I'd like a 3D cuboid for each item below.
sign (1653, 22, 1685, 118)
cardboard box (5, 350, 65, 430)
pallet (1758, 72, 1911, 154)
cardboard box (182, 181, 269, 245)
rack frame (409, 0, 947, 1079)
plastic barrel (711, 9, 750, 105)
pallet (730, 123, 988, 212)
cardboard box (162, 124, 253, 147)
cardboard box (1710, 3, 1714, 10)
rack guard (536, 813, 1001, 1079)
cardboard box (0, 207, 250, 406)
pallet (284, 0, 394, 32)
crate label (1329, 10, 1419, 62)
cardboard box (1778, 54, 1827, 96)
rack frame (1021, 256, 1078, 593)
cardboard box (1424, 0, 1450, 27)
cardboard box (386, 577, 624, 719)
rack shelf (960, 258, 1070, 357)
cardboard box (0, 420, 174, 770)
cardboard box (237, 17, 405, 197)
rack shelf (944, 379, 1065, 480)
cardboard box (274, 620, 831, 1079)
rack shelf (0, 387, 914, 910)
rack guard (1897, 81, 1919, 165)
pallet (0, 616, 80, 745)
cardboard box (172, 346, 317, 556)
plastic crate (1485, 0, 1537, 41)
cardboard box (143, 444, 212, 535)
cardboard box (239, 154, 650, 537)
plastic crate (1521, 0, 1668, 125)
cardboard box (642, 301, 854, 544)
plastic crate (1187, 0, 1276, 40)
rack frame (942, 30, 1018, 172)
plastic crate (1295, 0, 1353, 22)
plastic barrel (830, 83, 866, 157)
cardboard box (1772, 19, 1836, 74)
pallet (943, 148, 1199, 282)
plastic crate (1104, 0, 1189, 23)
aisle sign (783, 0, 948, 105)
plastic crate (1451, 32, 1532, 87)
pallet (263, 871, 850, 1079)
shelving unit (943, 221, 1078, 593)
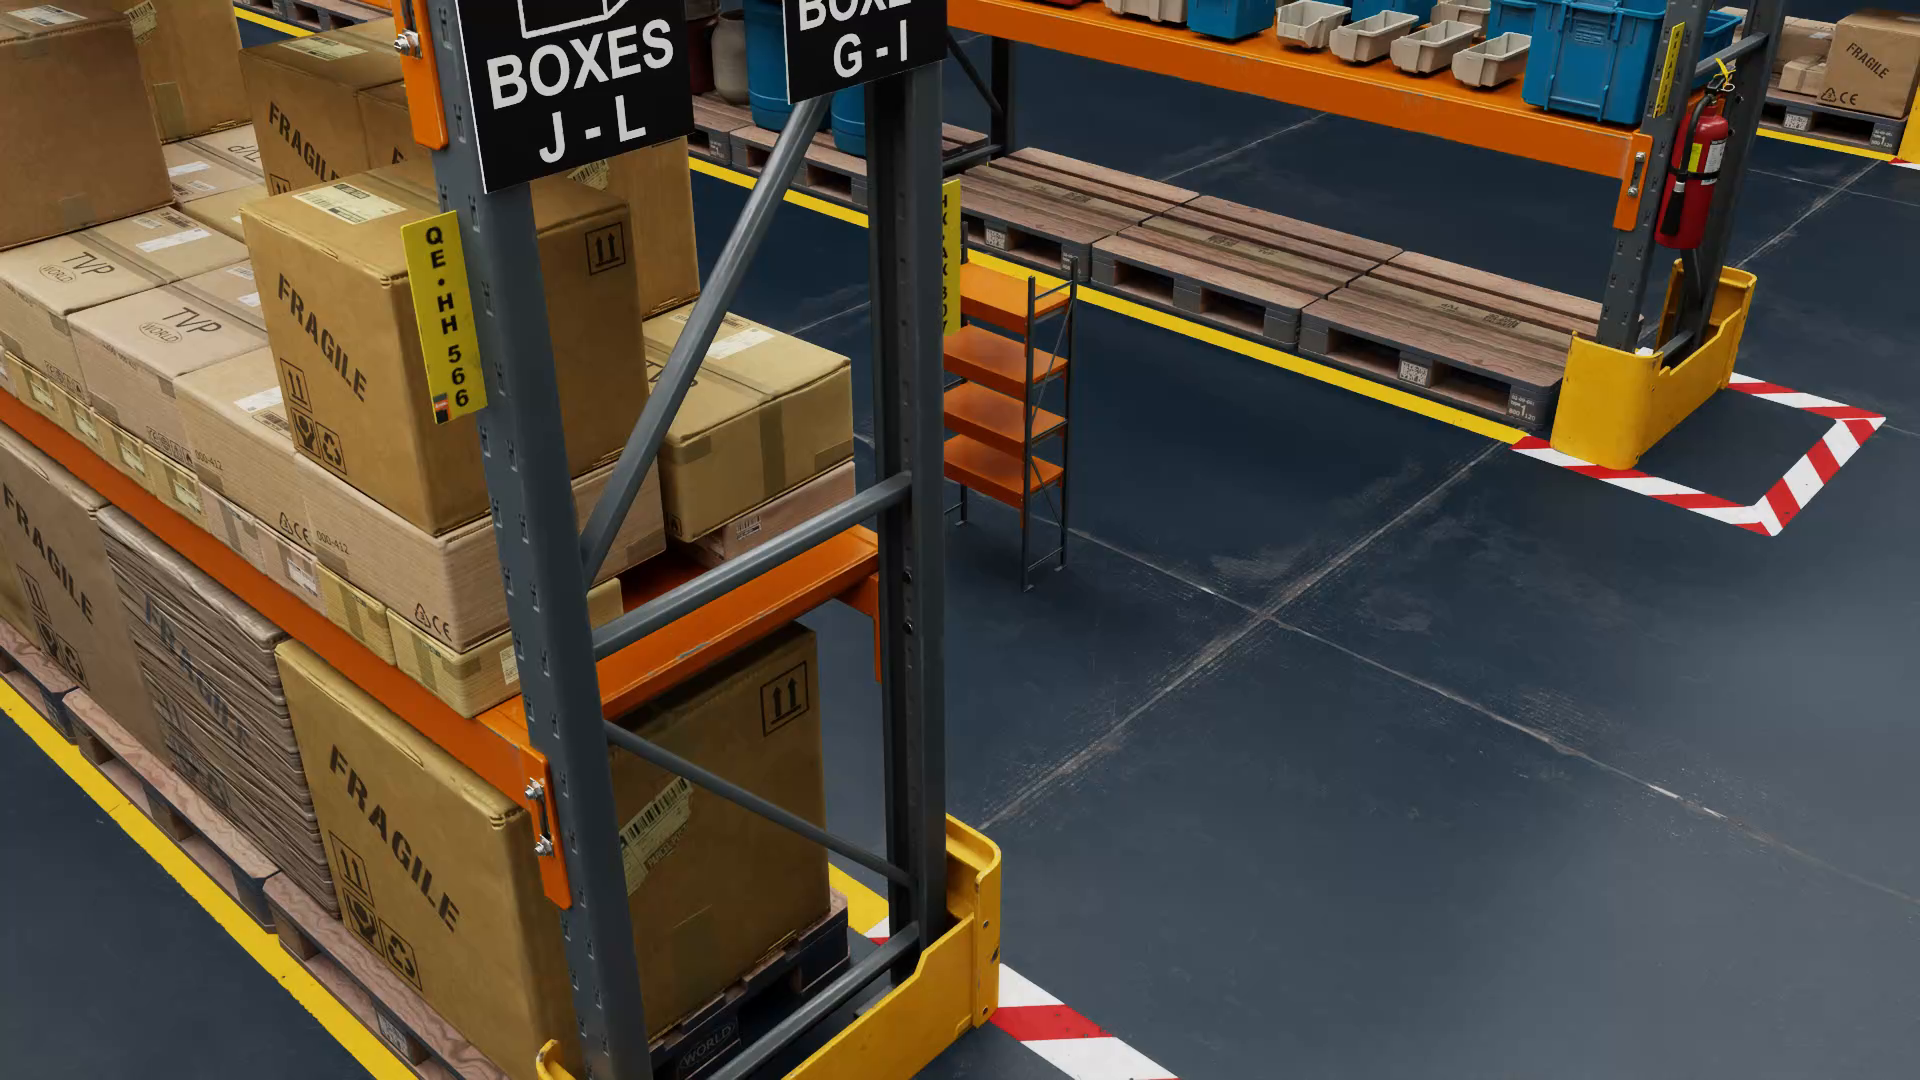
[{"bbox_3d":[2.555,-1.691,5.993,0.005,0.325,0.100,25,39,35],"label":"sign"},{"bbox_3d":[-2.224,-0.452,4.335,0.250,0.149,0.380,24,38,34],"label":"cardboard box"},{"bbox_3d":[5.591,-2.837,10.759,1.213,0.211,1.003,25,39,35],"label":"pallet"},{"bbox_3d":[-1.736,-0.807,4.539,0.500,0.250,0.500,24,39,34],"label":"cardboard box"},{"bbox_3d":[-0.411,0.057,3.247,0.127,3.000,1.000,25,39,35],"label":"rack frame"},{"bbox_3d":[-1.329,-3.005,10.339,0.421,0.512,0.421,0,31,0],"label":"plastic barrel"},{"bbox_3d":[-0.597,-2.310,9.882,1.213,0.211,1.003,25,39,35],"label":"pallet"},{"bbox_3d":[-2.488,-1.160,5.126,0.500,0.250,0.500,26,40,36],"label":"cardboard box"},{"bbox_3d":[4.670,-3.585,11.291,0.637,0.503,0.797,25,39,35],"label":"cardboard box"},{"bbox_3d":[-0.393,1.136,3.878,0.348,0.500,1.175,25,39,35],"label":"rack guard"},{"bbox_3d":[-2.091,-0.603,4.201,0.500,0.250,0.500,25,39,35],"label":"cardboard box"},{"bbox_3d":[-4.468,-4.117,12.883,1.213,0.211,1.003,25,39,35],"label":"pallet"},{"bbox_3d":[1.758,-2.156,7.120,0.243,0.136,0.396,25,39,35],"label":"crate label"},{"bbox_3d":[5.431,-2.973,10.601,0.250,0.166,0.380,25,39,35],"label":"cardboard box"},{"bbox_3d":[0.304,-0.372,5.705,0.015,1.200,0.240,25,39,35],"label":"rack frame"},{"bbox_3d":[3.439,-3.923,12.039,0.500,0.311,0.500,25,39,35],"label":"cardboard box"},{"bbox_3d":[-0.896,0.167,3.308,0.250,0.149,0.380,26,40,36],"label":"cardboard box"},{"bbox_3d":[0.123,-0.793,5.643,0.480,0.148,0.258,25,39,35],"label":"rack shelf"},{"bbox_3d":[-2.274,-0.027,5.039,0.875,0.875,0.875,25,39,35],"label":"cardboard box"},{"bbox_3d":[-1.345,-0.947,4.045,0.500,0.500,0.500,24,38,34],"label":"cardboard box"},{"bbox_3d":[0.123,-0.399,5.880,0.480,0.148,0.258,25,39,35],"label":"rack shelf"},{"bbox_3d":[-0.939,0.596,4.004,0.875,0.875,0.875,25,39,35],"label":"cardboard box"},{"bbox_3d":[-1.894,-0.327,4.583,4.000,0.370,1.077,25,39,35],"label":"rack shelf"},{"bbox_3d":[6.183,-2.686,10.226,0.348,0.500,1.175,25,39,35],"label":"rack guard"},{"bbox_3d":[-2.866,0.160,5.779,1.213,0.211,1.003,25,39,35],"label":"pallet"},{"bbox_3d":[-1.324,-0.249,3.612,0.500,0.250,0.500,24,39,34],"label":"cardboard box"},{"bbox_3d":[2.462,-2.230,7.151,0.300,0.233,0.416,25,39,35],"label":"plastic crate"},{"bbox_3d":[-1.654,-0.186,3.894,0.250,0.149,0.380,24,39,34],"label":"cardboard box"},{"bbox_3d":[-0.949,-0.396,3.129,0.500,0.500,0.500,26,39,36],"label":"cardboard box"},{"bbox_3d":[2.539,-1.923,6.443,0.499,0.435,0.616,25,39,35],"label":"plastic crate"},{"bbox_3d":[-0.586,-0.276,3.657,0.500,0.250,0.500,24,38,34],"label":"cardboard box"},{"bbox_3d":[1.218,-2.404,7.439,0.300,0.233,0.416,25,39,35],"label":"plastic crate"},{"bbox_3d":[-0.053,-3.222,8.693,0.127,3.000,1.000,25,39,35],"label":"rack frame"},{"bbox_3d":[1.752,-2.562,7.702,0.300,0.233,0.416,25,39,35],"label":"plastic crate"},{"bbox_3d":[-0.445,-2.697,9.450,0.708,0.901,0.600,25,39,35],"label":"plastic barrel"},{"bbox_3d":[5.656,-3.210,10.914,0.500,0.250,0.500,25,39,35],"label":"cardboard box"},{"bbox_3d":[0.518,-1.787,9.014,1.213,0.211,1.003,25,39,35],"label":"pallet"},{"bbox_3d":[0.955,-2.598,7.713,0.530,0.282,0.437,25,39,35],"label":"plastic crate"},{"bbox_3d":[-0.156,-1.147,2.726,0.004,0.787,0.394,25,39,35],"label":"aisle sign"},{"bbox_3d":[2.186,-1.963,6.800,0.243,0.136,0.396,25,39,35],"label":"plastic crate"},{"bbox_3d":[-1.056,1.005,4.377,1.213,0.211,1.003,25,39,35],"label":"pallet"},{"bbox_3d":[0.123,-0.457,5.845,0.503,1.200,0.258,25,39,35],"label":"shelving unit"}]
